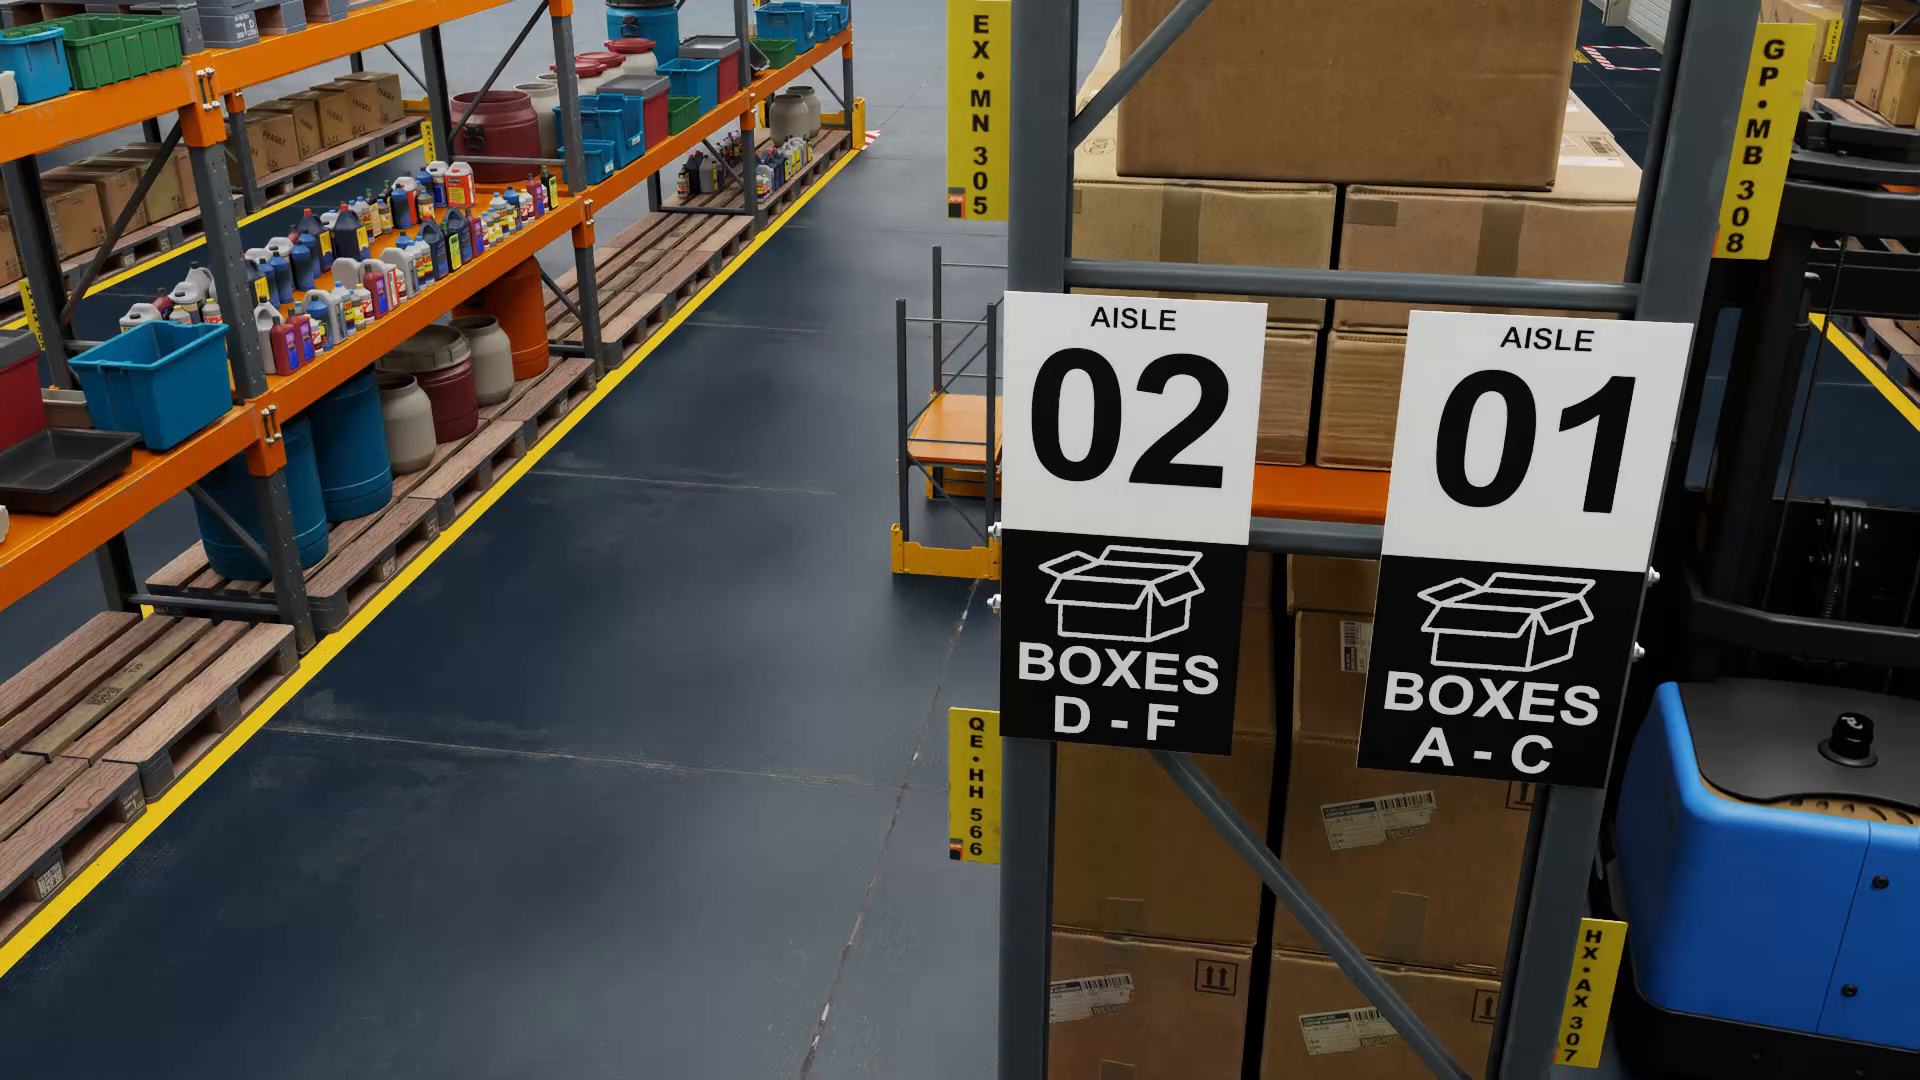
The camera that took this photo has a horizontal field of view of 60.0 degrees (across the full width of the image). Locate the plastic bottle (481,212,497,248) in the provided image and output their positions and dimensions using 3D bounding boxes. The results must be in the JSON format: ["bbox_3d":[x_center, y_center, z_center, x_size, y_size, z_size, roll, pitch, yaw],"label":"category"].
[{"bbox_3d":[-2.819,-1.851,9.900,0.097,0.201,0.097,0,25,0],"label":"plastic bottle"}]

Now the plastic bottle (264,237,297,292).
[{"bbox_3d":[-3.710,-1.502,9.068,0.152,0.276,0.135,4,25,9],"label":"plastic bottle"}]

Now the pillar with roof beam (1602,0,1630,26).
[{"bbox_3d":[6.530,-12.868,26.127,9.100,9.000,0.400,4,25,9],"label":"pillar with roof beam"}]

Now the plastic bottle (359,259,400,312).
[{"bbox_3d":[-3.055,-1.353,8.748,0.152,0.276,0.135,4,25,9],"label":"plastic bottle"}]

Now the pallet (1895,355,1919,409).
[{"bbox_3d":[6.899,-0.905,10.934,1.003,0.211,1.213,4,25,9],"label":"pallet"}]

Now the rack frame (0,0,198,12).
[{"bbox_3d":[-3.658,-3.571,6.265,1.000,3.000,0.127,4,25,9],"label":"rack frame"}]

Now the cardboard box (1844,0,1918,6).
[{"bbox_3d":[7.882,-4.401,14.382,0.500,0.500,0.500,5,25,10],"label":"cardboard box"}]

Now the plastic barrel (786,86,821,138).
[{"bbox_3d":[-1.729,-4.656,18.098,0.421,0.512,0.421,0,25,0],"label":"plastic barrel"}]

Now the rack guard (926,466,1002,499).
[{"bbox_3d":[0.094,-0.353,9.710,0.587,0.250,0.087,4,25,9],"label":"rack guard"}]

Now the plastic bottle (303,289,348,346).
[{"bbox_3d":[-3.146,-1.118,8.247,0.152,0.276,0.135,4,25,9],"label":"plastic bottle"}]

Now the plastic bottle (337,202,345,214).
[{"bbox_3d":[-3.627,-1.836,9.771,0.061,0.283,0.133,4,25,9],"label":"plastic bottle"}]

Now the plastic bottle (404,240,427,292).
[{"bbox_3d":[-2.971,-1.494,9.056,0.097,0.271,0.097,0,25,0],"label":"plastic bottle"}]

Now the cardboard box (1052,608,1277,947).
[{"bbox_3d":[0.376,0.460,3.432,0.500,0.500,0.500,4,25,8],"label":"cardboard box"}]

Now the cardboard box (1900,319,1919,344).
[{"bbox_3d":[7.088,-1.630,11.624,0.700,0.500,0.500,4,25,8],"label":"cardboard box"}]

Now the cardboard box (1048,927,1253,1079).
[{"bbox_3d":[0.379,0.912,3.646,0.500,0.500,0.500,5,26,10],"label":"cardboard box"}]

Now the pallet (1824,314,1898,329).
[{"bbox_3d":[7.298,-1.925,13.114,1.003,0.211,1.213,4,25,9],"label":"pallet"}]

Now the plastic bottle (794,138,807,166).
[{"bbox_3d":[-1.632,-3.937,16.816,0.152,0.276,0.135,4,25,9],"label":"plastic bottle"}]

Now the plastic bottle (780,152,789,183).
[{"bbox_3d":[-1.710,-3.623,16.138,0.061,0.283,0.133,5,26,11],"label":"plastic bottle"}]

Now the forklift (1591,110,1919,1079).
[{"bbox_3d":[3.070,-0.114,6.035,1.130,2.935,3.031,6,26,14],"label":"forklift"}]

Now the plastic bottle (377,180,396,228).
[{"bbox_3d":[-3.536,-2.070,10.271,0.061,0.283,0.133,4,25,9],"label":"plastic bottle"}]

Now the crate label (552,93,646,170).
[{"bbox_3d":[-2.575,-2.940,11.951,0.502,0.435,0.616,4,25,9],"label":"crate label"}]

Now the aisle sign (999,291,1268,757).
[{"bbox_3d":[0.261,-0.007,2.660,0.394,0.787,0.004,4,25,9],"label":"aisle sign"}]

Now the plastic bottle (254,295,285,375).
[{"bbox_3d":[-3.274,-0.974,7.850,0.144,0.351,0.185,4,25,9],"label":"plastic bottle"}]

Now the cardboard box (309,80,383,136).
[{"bbox_3d":[-6.765,-4.762,18.339,0.500,0.500,0.500,11,27,22],"label":"cardboard box"}]

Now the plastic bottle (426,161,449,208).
[{"bbox_3d":[-3.394,-2.313,10.799,0.152,0.276,0.135,4,25,9],"label":"plastic bottle"}]

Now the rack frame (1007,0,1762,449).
[{"bbox_3d":[0.575,-1.554,1.955,1.000,3.000,0.127,4,25,9],"label":"rack frame"}]

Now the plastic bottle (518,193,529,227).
[{"bbox_3d":[-2.740,-2.054,10.335,0.097,0.201,0.097,0,25,0],"label":"plastic bottle"}]

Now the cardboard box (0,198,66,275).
[{"bbox_3d":[-7.722,-2.452,13.380,0.700,0.500,0.500,2,25,4],"label":"cardboard box"}]

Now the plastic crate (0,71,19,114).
[{"bbox_3d":[-3.490,-1.535,5.764,0.293,0.136,0.466,4,25,9],"label":"plastic crate"}]

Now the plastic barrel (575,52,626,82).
[{"bbox_3d":[-2.843,-3.570,13.178,0.433,0.535,0.433,0,25,0],"label":"plastic barrel"}]

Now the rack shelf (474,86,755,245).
[{"bbox_3d":[-2.677,-3.038,13.051,1.077,0.370,4.000,4,25,9],"label":"rack shelf"}]

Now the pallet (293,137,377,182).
[{"bbox_3d":[-6.965,-4.076,17.708,1.003,0.211,1.213,4,25,9],"label":"pallet"}]

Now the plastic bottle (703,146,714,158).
[{"bbox_3d":[-2.445,-3.704,16.232,0.144,0.351,0.185,4,25,8],"label":"plastic bottle"}]

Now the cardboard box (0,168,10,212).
[{"bbox_3d":[-7.734,-2.782,13.200,0.500,0.250,0.500,7,26,14],"label":"cardboard box"}]

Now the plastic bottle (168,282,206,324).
[{"bbox_3d":[-3.852,-1.138,8.290,0.152,0.276,0.135,4,25,9],"label":"plastic bottle"}]

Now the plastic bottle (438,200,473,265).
[{"bbox_3d":[-2.903,-1.765,9.540,0.144,0.351,0.185,4,25,9],"label":"plastic bottle"}]

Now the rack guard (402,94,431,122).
[{"bbox_3d":[-6.595,-5.052,19.454,1.175,0.500,0.348,4,25,9],"label":"rack guard"}]

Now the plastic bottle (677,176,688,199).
[{"bbox_3d":[-2.598,-3.305,15.555,0.097,0.201,0.097,0,25,0],"label":"plastic bottle"}]

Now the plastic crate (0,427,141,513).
[{"bbox_3d":[-3.576,-0.270,6.543,0.437,0.125,0.590,4,25,9],"label":"plastic crate"}]

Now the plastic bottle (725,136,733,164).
[{"bbox_3d":[-2.356,-3.957,16.864,0.097,0.271,0.097,0,25,0],"label":"plastic bottle"}]

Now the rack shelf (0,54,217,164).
[{"bbox_3d":[-3.985,-1.051,5.267,1.077,0.370,4.000,4,25,9],"label":"rack shelf"}]

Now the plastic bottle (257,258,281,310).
[{"bbox_3d":[-3.644,-1.346,8.739,0.097,0.271,0.097,0,25,0],"label":"plastic bottle"}]

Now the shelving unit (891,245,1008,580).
[{"bbox_3d":[0.012,-0.711,9.000,0.587,1.500,1.083,4,25,9],"label":"shelving unit"}]

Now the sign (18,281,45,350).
[{"bbox_3d":[-4.200,-1.019,7.561,0.100,0.325,0.005,4,25,9],"label":"sign"}]

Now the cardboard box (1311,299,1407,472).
[{"bbox_3d":[0.910,-0.325,3.044,0.500,0.250,0.500,4,25,9],"label":"cardboard box"}]

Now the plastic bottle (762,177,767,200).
[{"bbox_3d":[-1.849,-3.278,15.496,0.097,0.201,0.097,0,25,0],"label":"plastic bottle"}]

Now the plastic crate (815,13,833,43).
[{"bbox_3d":[-1.595,-5.305,17.220,0.499,0.251,0.408,4,25,9],"label":"plastic crate"}]

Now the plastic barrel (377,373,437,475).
[{"bbox_3d":[-3.256,-0.670,9.583,0.421,0.512,0.421,0,25,0],"label":"plastic barrel"}]

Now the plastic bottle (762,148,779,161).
[{"bbox_3d":[-1.859,-3.731,16.377,0.152,0.276,0.135,4,25,9],"label":"plastic bottle"}]

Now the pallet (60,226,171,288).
[{"bbox_3d":[-7.559,-2.443,14.220,1.003,0.211,1.213,4,25,9],"label":"pallet"}]

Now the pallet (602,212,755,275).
[{"bbox_3d":[-2.440,-2.606,14.569,1.003,0.211,1.213,4,25,9],"label":"pallet"}]

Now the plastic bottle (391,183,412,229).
[{"bbox_3d":[-3.455,-2.066,10.278,0.097,0.271,0.097,0,25,0],"label":"plastic bottle"}]

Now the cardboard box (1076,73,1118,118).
[{"bbox_3d":[0.489,-0.795,3.460,0.500,0.250,0.500,4,25,9],"label":"cardboard box"}]

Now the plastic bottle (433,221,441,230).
[{"bbox_3d":[-2.948,-1.669,9.415,0.061,0.283,0.133,4,25,9],"label":"plastic bottle"}]
